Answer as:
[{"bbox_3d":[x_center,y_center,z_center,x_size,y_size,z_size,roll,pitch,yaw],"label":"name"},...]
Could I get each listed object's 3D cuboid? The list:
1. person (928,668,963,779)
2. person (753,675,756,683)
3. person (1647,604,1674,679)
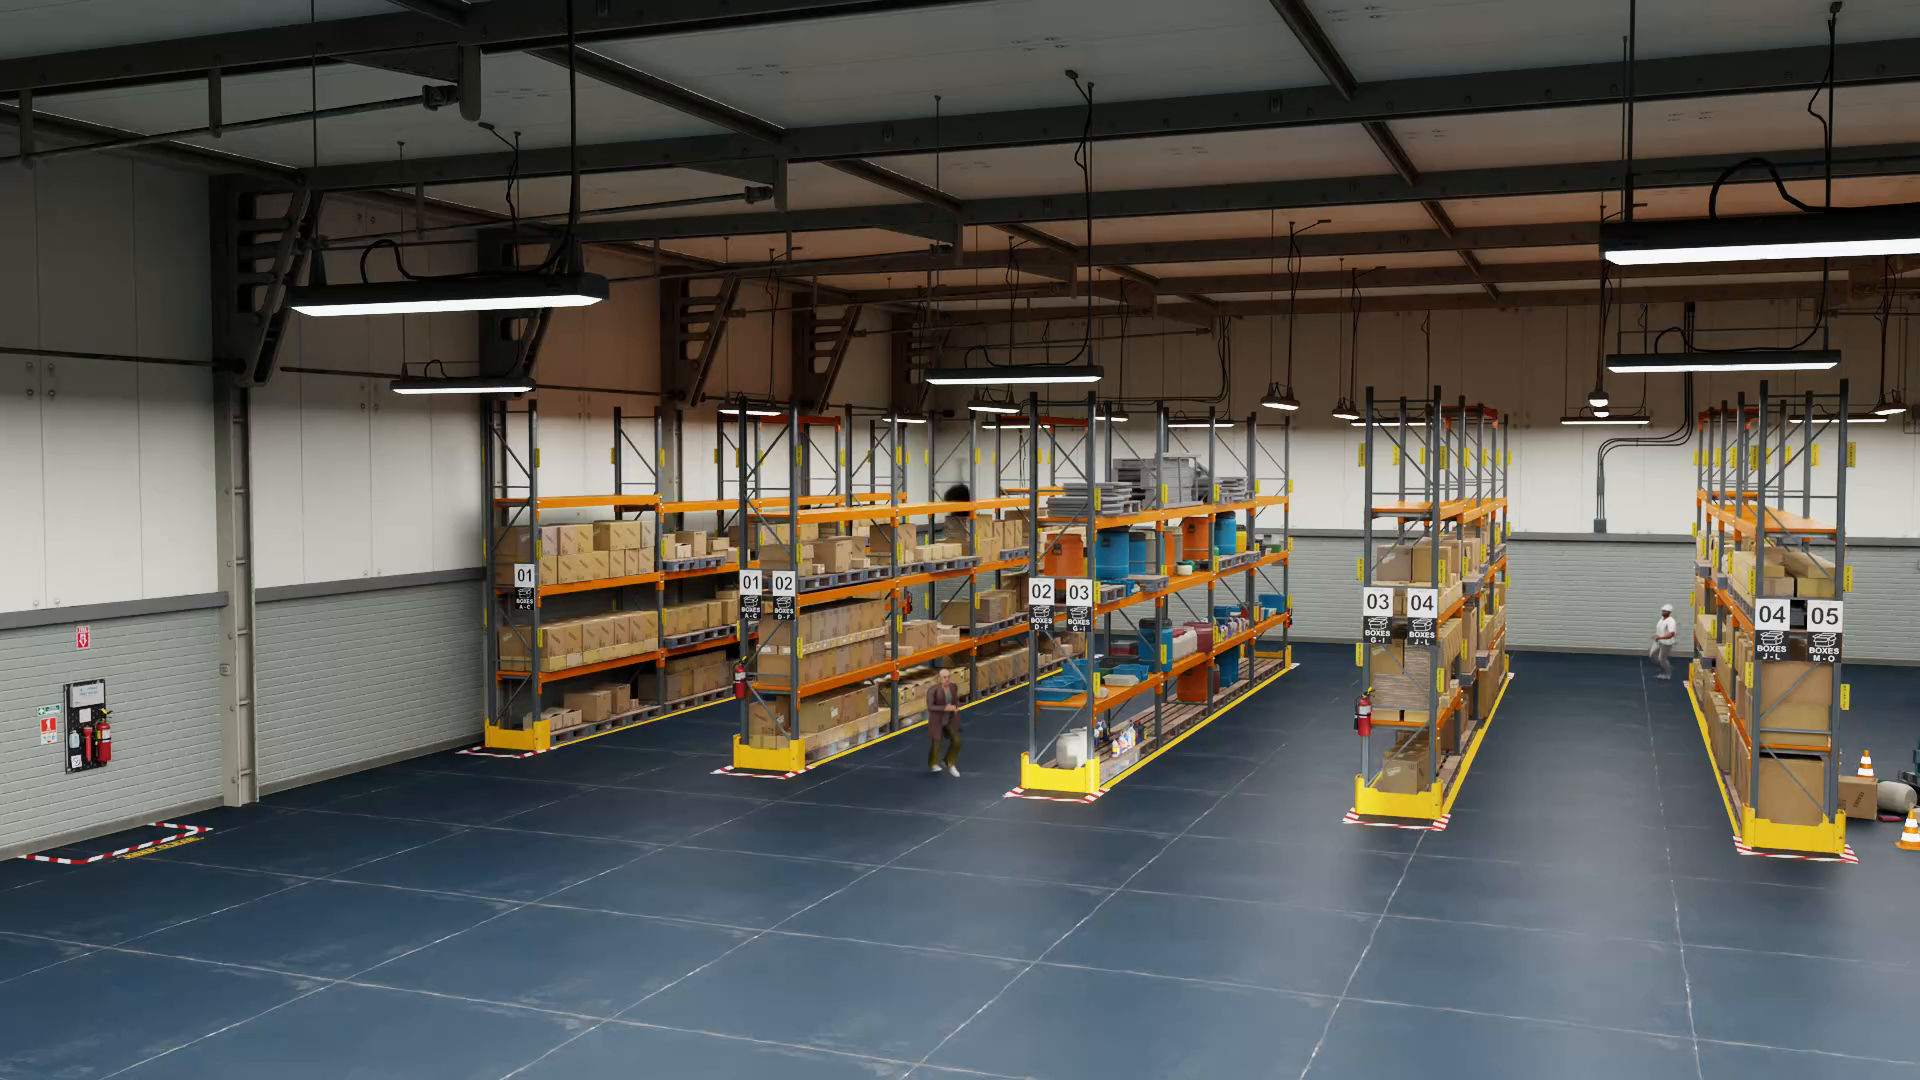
[{"bbox_3d":[-0.257,2.852,26.000,0.601,1.731,1.003,-1,3,-23],"label":"person"},{"bbox_3d":[-3.513,2.733,30.230,0.571,1.549,0.575,1,3,13],"label":"person"},{"bbox_3d":[15.781,2.300,37.382,0.638,1.749,0.723,0,3,-8],"label":"person"}]
